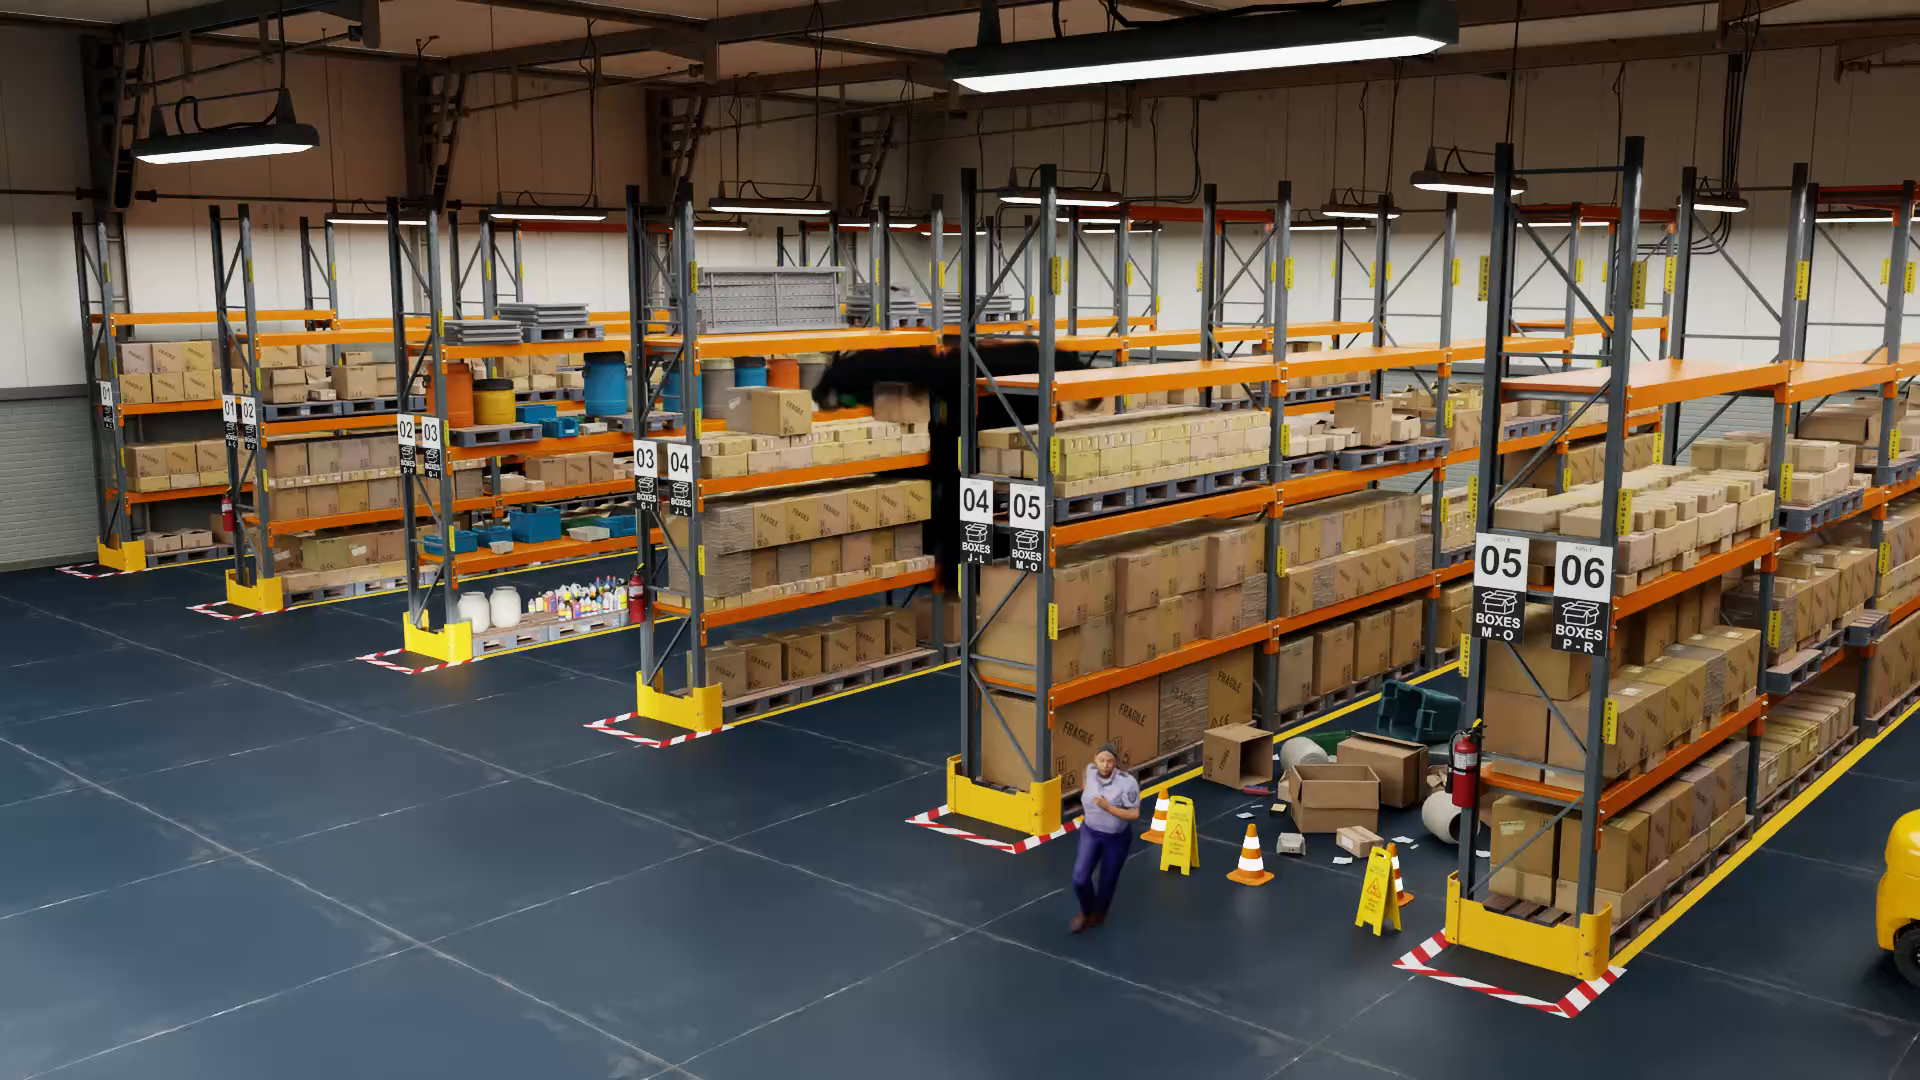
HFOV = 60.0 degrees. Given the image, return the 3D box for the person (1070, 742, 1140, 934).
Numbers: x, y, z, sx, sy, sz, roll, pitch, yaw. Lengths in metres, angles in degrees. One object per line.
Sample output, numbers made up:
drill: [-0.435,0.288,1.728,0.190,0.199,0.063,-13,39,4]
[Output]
person: [1.131,2.291,12.788,0.555,1.586,0.813,2,10,14]
